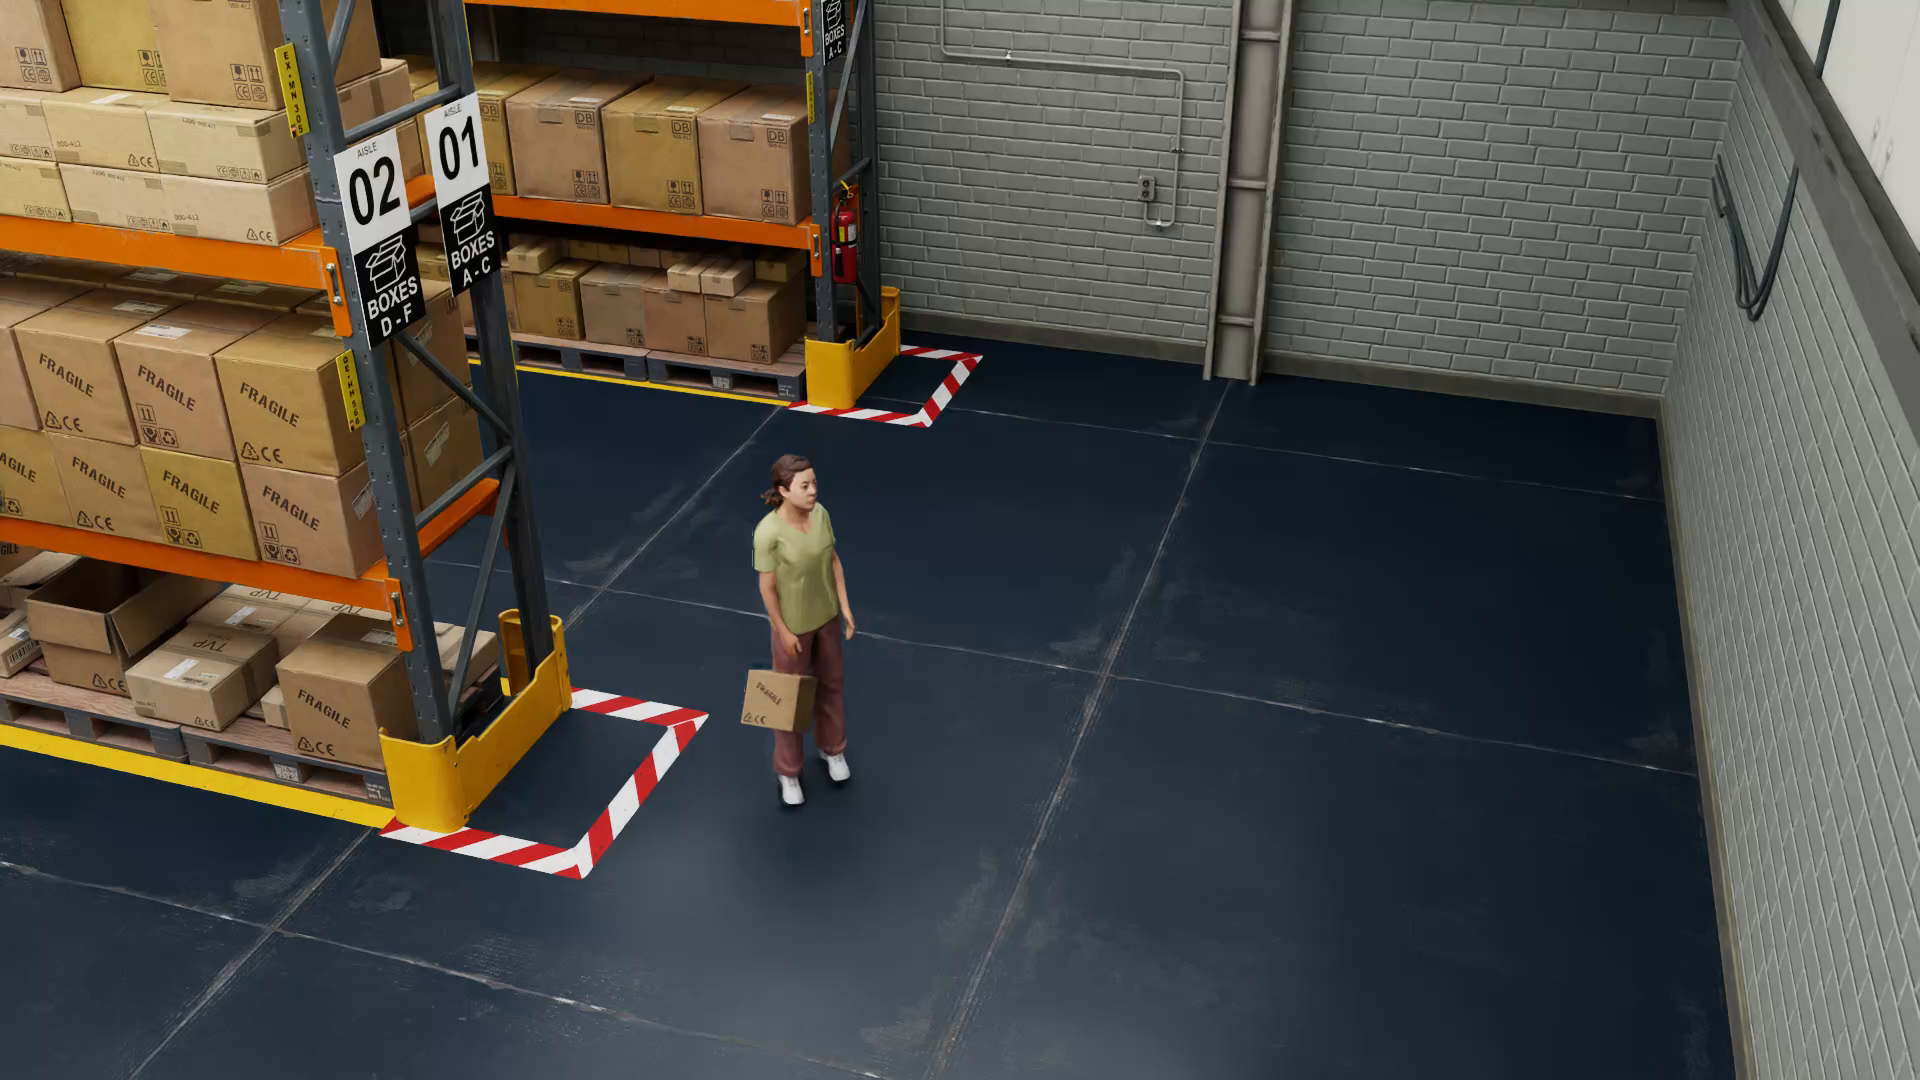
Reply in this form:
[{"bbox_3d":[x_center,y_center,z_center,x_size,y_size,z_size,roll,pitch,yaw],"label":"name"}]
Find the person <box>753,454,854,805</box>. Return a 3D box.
[{"bbox_3d":[-0.739,0.399,7.756,0.433,1.686,0.516,25,38,37],"label":"person"}]
